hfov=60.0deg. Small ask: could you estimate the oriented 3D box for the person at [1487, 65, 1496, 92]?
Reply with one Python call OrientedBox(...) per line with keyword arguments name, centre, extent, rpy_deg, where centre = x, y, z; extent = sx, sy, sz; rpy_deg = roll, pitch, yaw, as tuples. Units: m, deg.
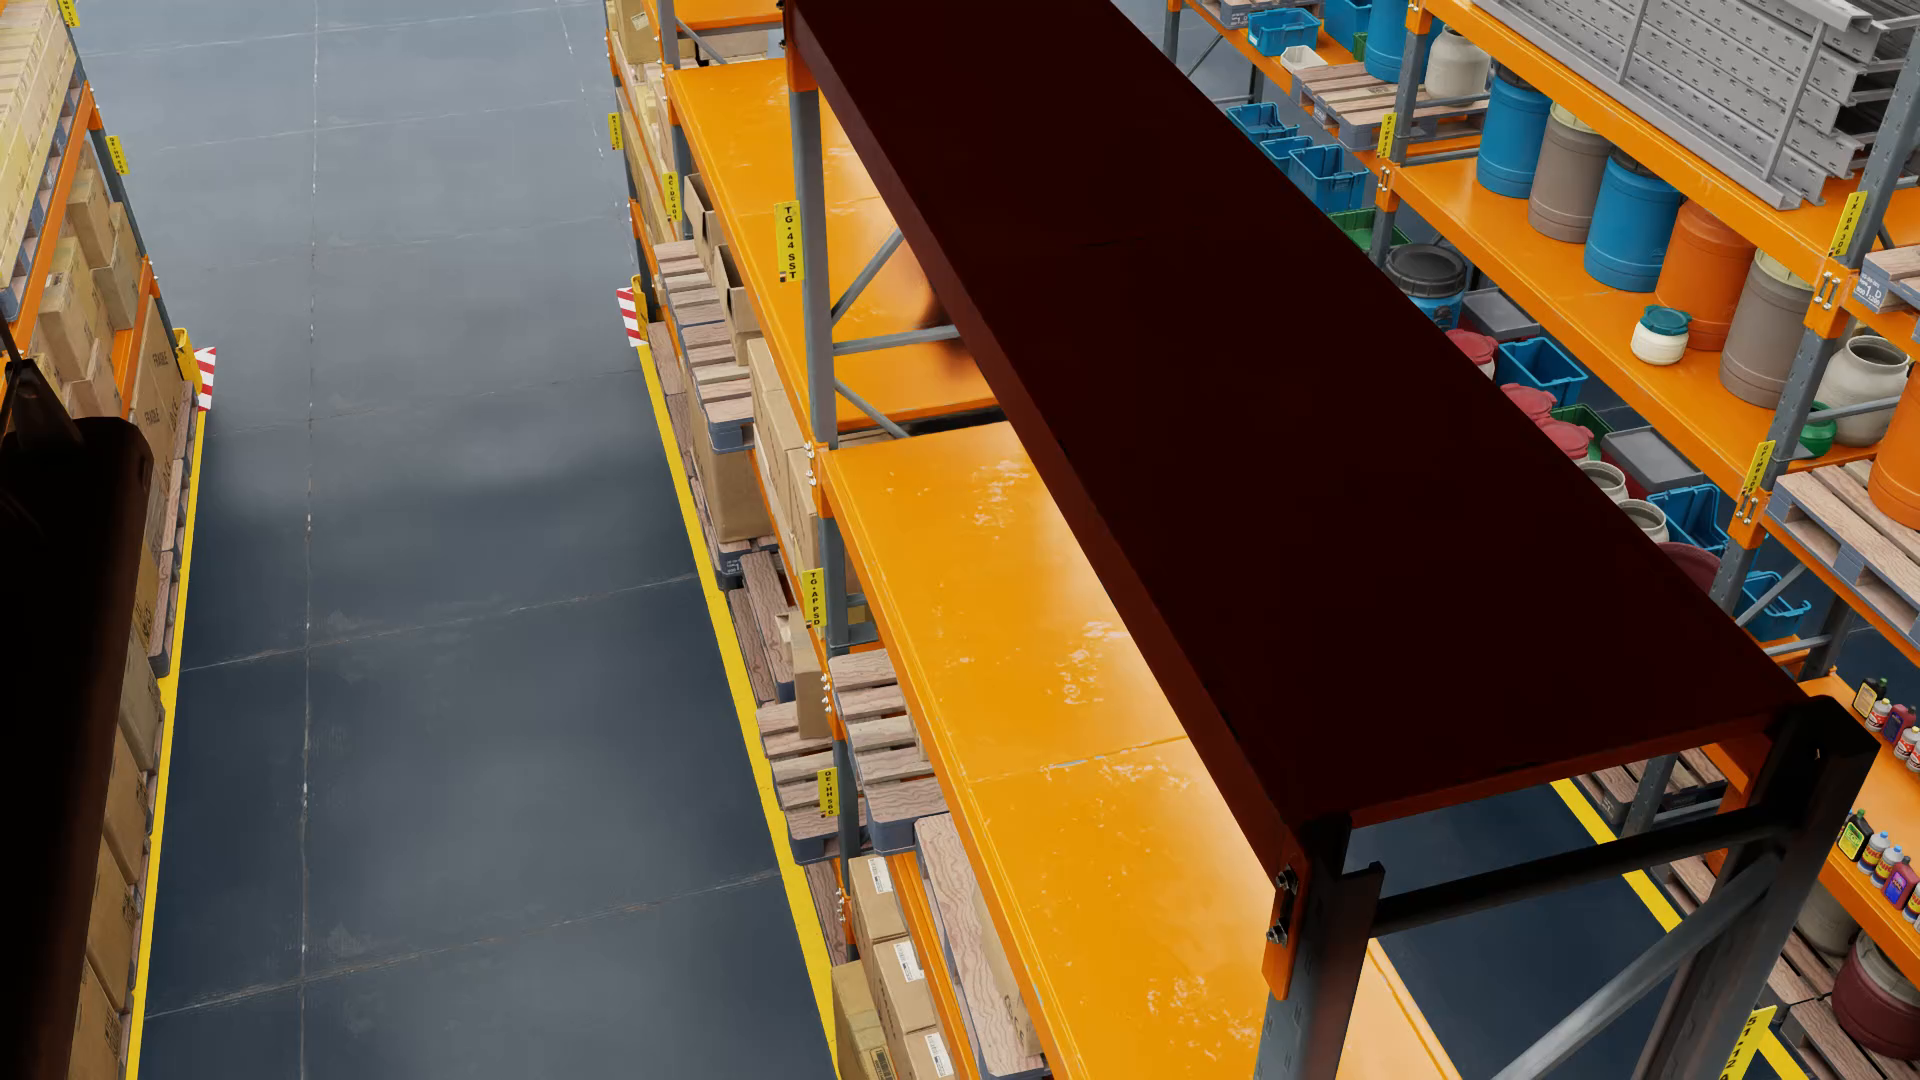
OrientedBox(name="person", centre=(5.782, -5.630, 18.737), extent=(0.911, 1.549, 0.573), rpy_deg=(1, 38, 1))
